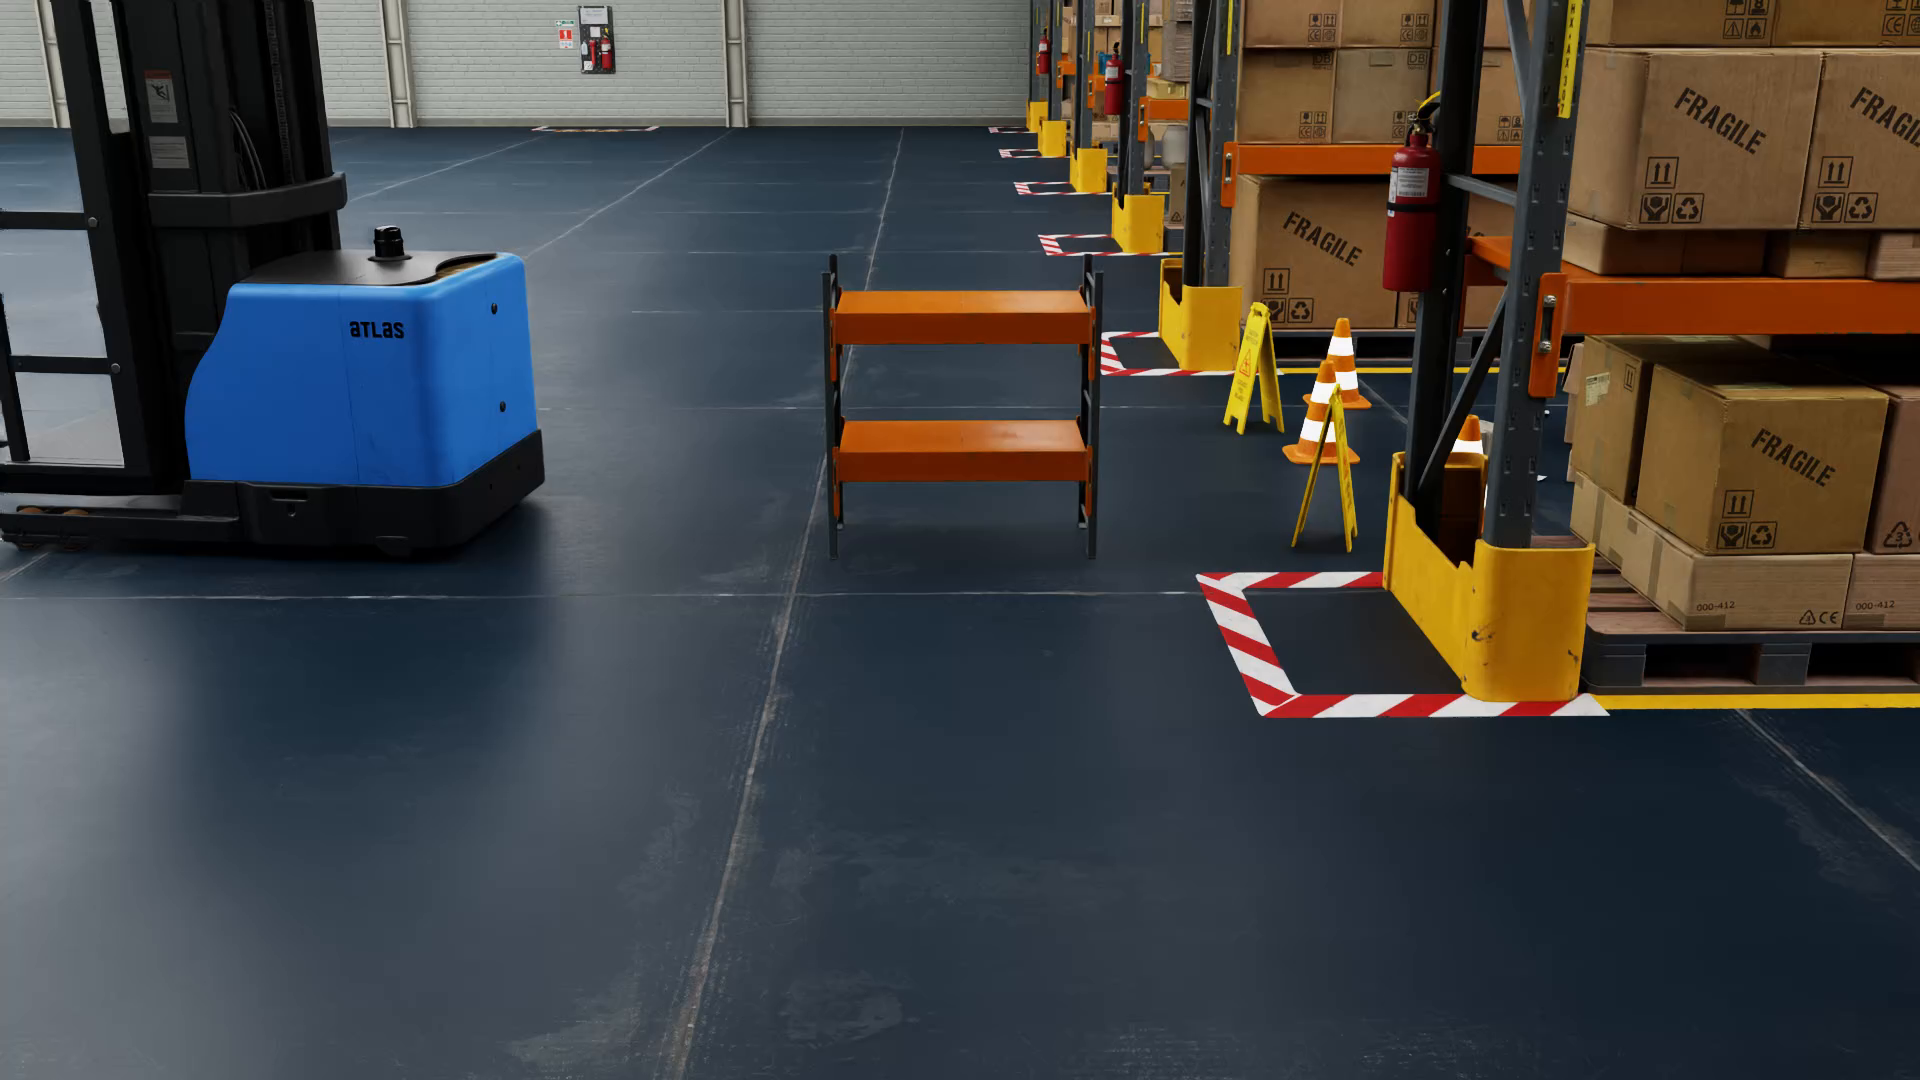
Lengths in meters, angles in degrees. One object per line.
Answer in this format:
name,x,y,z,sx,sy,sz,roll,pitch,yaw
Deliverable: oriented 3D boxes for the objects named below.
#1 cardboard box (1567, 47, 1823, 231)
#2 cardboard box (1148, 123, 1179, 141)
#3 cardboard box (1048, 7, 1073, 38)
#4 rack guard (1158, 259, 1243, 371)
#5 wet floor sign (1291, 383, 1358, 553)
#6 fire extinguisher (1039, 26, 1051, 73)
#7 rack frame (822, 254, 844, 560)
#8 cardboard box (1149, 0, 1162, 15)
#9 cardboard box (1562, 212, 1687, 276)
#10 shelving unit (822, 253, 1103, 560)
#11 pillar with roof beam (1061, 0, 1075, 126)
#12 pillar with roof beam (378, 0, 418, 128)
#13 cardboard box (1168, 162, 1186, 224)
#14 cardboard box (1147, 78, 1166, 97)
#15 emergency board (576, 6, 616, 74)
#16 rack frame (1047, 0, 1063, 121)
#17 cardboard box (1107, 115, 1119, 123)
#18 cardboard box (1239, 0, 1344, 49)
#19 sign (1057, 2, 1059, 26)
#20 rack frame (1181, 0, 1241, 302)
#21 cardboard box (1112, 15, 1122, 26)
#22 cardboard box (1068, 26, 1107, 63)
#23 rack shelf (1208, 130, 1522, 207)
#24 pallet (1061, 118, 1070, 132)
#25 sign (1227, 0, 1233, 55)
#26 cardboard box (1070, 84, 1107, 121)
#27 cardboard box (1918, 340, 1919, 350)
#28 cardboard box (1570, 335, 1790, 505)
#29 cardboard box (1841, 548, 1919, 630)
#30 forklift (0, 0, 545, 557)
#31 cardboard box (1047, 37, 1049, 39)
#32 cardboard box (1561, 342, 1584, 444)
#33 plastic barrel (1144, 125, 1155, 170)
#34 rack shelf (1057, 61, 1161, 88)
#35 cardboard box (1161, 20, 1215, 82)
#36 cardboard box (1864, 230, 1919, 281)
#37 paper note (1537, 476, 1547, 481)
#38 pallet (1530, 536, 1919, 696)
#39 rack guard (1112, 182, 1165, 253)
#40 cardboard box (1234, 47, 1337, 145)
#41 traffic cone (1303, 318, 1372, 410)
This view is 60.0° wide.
cardboard box,2.168,-1.207,4.970,0.500,0.500,0.500,-1,18,-2
cardboard box,2.921,-5.984,24.325,0.500,0.250,0.500,0,18,-1
cardboard box,1.781,-8.871,28.497,0.500,0.500,0.500,0,18,-1
rack guard,1.487,-1.421,10.380,0.348,0.500,1.175,0,18,-1
wet floor sign,1.483,-0.305,6.663,0.232,0.644,0.267,6,19,18
fire extinguisher,1.256,-7.257,24.607,0.183,0.674,0.296,0,18,-1
rack frame,-0.502,-0.533,6.588,0.032,1.125,0.500,0,18,-1
cardboard box,2.931,-7.824,23.958,0.500,0.500,0.700,0,18,-1
cardboard box,2.033,-0.919,5.134,0.250,0.149,0.380,0,18,-1
shelving unit,0.007,-0.536,6.596,1.048,1.125,0.538,0,18,-1
pillar with roof beam,2.053,-10.475,24.690,0.400,9.000,9.100,0,18,-1
pillar with roof beam,-9.945,-10.417,24.509,0.400,9.000,9.100,0,18,-1
cardboard box,2.158,-3.135,15.034,0.500,0.500,0.500,3,18,9
cardboard box,1.815,-4.072,14.962,0.250,0.149,0.380,0,18,-1
emergency board,-6.485,-8.904,29.614,0.643,1.169,0.194,0,18,-1
rack frame,1.381,-7.153,24.154,0.127,3.000,1.000,0,18,-1
cardboard box,2.421,-6.338,24.201,0.500,0.500,0.500,0,18,-1
cardboard box,1.883,-3.187,9.780,0.550,0.550,0.875,0,18,-1
sign,1.384,-7.433,23.482,0.005,0.325,0.100,0,18,-1
rack frame,1.511,-2.612,9.999,0.127,3.000,1.000,0,18,-1
cardboard box,2.290,-7.448,23.850,0.250,0.149,0.380,0,18,-1
cardboard box,1.848,-7.199,24.134,0.500,0.500,0.700,0,18,-1
rack shelf,3.511,-2.279,10.139,4.000,0.370,1.077,0,18,-1
pallet,2.188,-7.331,29.276,1.213,0.211,1.003,0,18,-1
sign,1.514,-2.892,9.326,0.005,0.325,0.100,0,18,-1
cardboard box,1.913,-6.494,24.687,0.500,0.500,0.500,0,18,-1
cardboard box,3.368,-0.764,5.763,0.250,0.149,0.380,0,18,2
cardboard box,2.487,-0.432,5.789,0.500,0.500,0.500,0,18,-1
cardboard box,3.012,0.089,5.393,0.500,0.250,0.500,0,18,1
forklift,-3.386,-1.507,6.667,3.031,2.935,1.130,2,18,7
cardboard box,1.764,-8.665,29.082,0.500,0.250,0.500,0,18,0
cardboard box,3.407,-0.693,8.106,0.637,0.503,0.797,-15,23,-39
plastic barrel,2.112,-4.682,19.837,0.421,0.512,0.421,0,18,0
rack shelf,3.381,-6.820,24.294,4.000,0.370,1.077,0,18,-1
cardboard box,2.084,-4.311,14.644,0.500,0.500,0.875,0,18,-1
cardboard box,2.806,-0.888,5.038,0.250,0.149,0.380,0,18,0
paper note,2.604,-0.299,7.650,0.142,0.019,0.148,-7,19,-20
pallet,2.579,0.234,5.693,1.213,0.211,1.003,0,18,-1
rack guard,1.610,-2.937,15.106,0.348,0.500,1.175,0,18,-1
cardboard box,1.881,-2.699,10.025,0.550,0.550,0.875,0,18,-1
traffic cone,2.064,-0.973,9.042,0.334,0.463,0.336,0,18,-1
